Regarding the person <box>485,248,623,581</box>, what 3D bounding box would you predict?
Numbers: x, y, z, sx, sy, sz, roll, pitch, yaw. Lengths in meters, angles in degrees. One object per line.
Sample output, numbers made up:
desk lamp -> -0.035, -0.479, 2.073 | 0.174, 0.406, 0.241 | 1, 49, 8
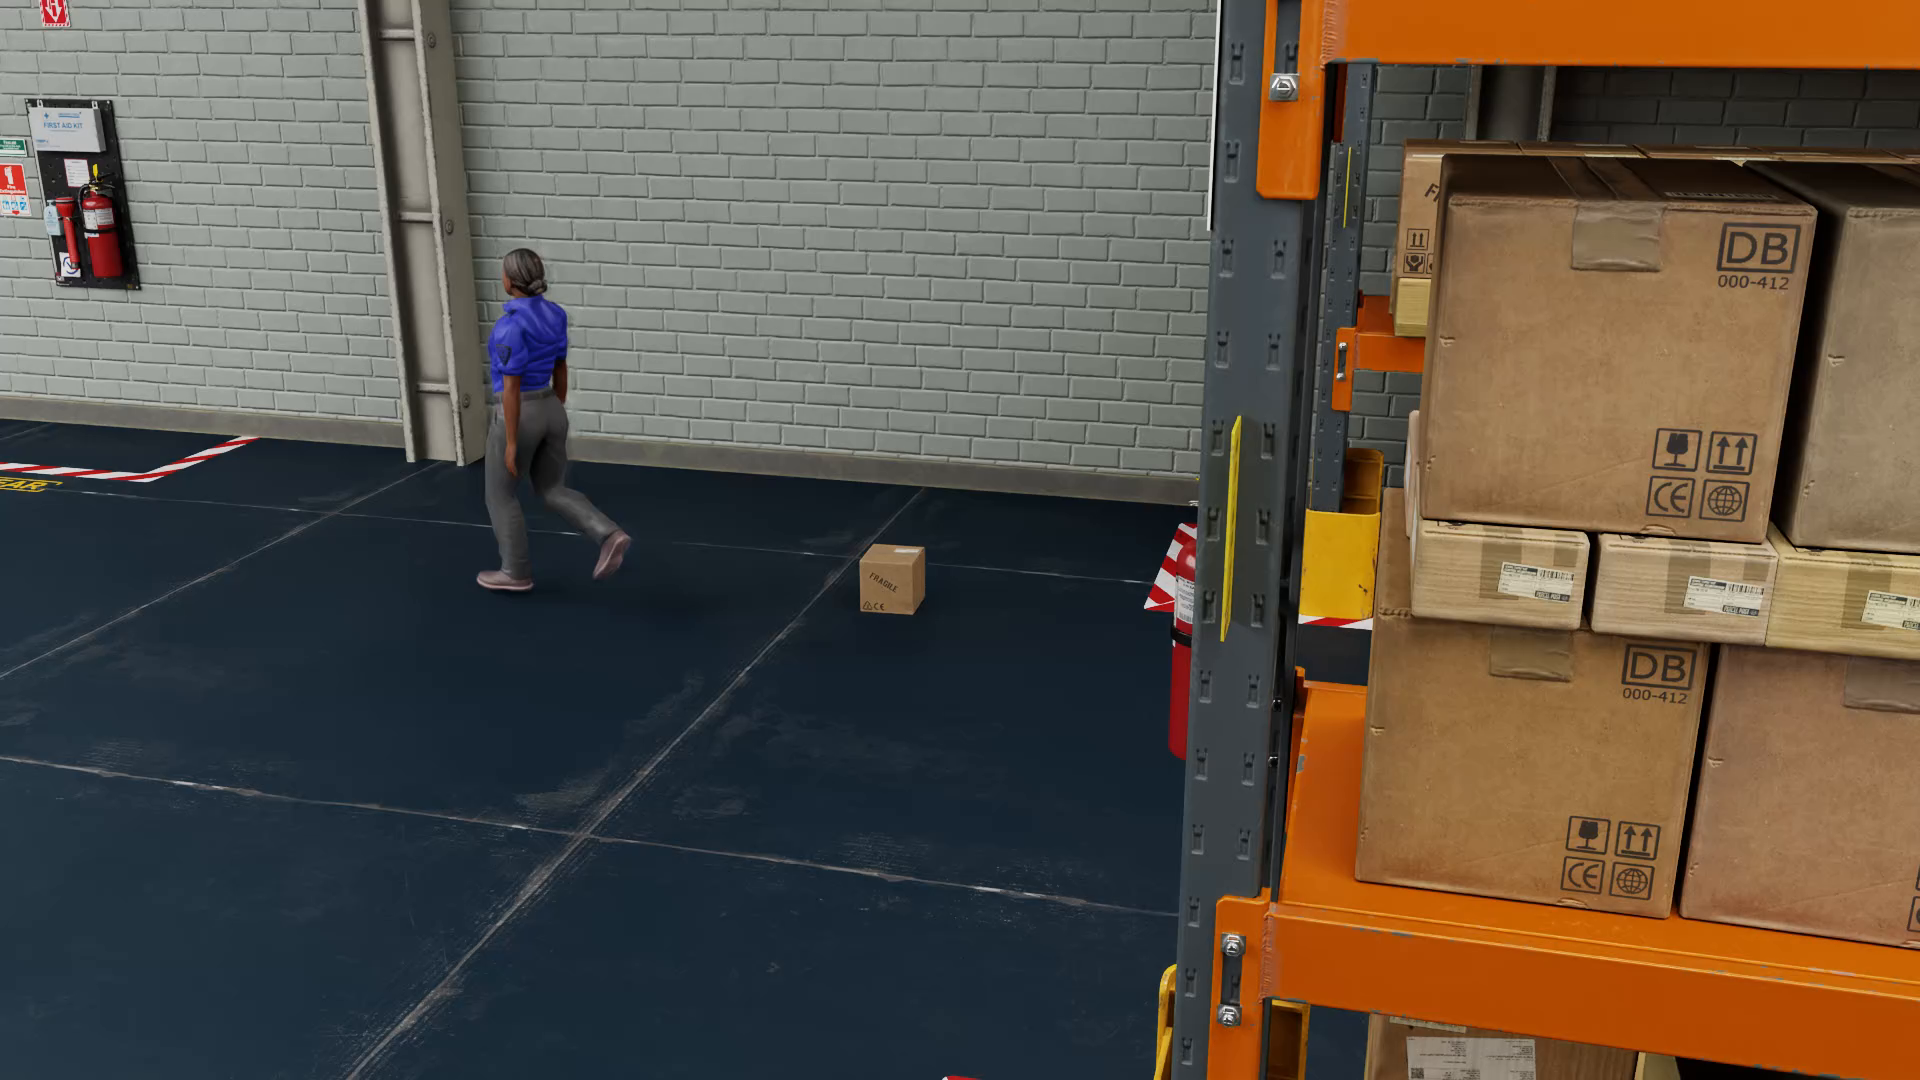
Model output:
person -> -1.906, -0.556, 7.608 | 0.594, 1.559, 0.461 | 9, 20, 25
